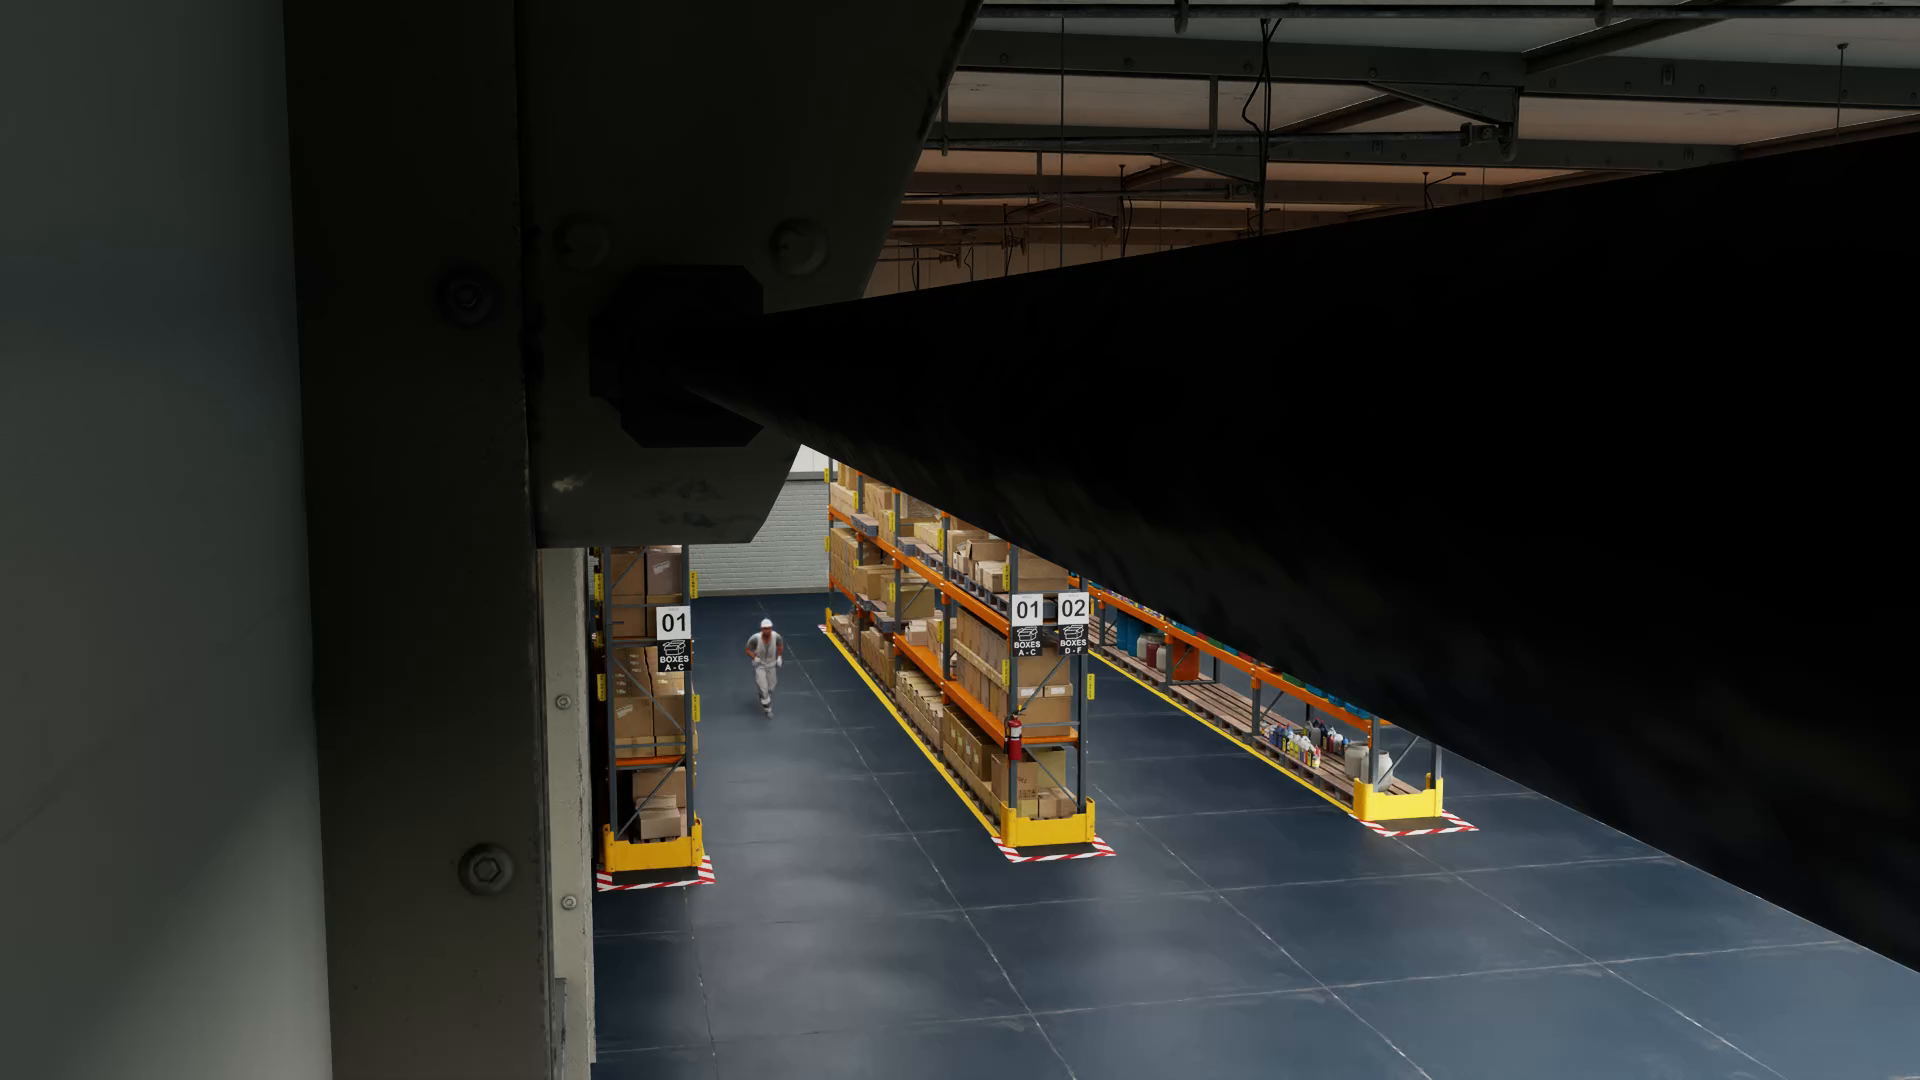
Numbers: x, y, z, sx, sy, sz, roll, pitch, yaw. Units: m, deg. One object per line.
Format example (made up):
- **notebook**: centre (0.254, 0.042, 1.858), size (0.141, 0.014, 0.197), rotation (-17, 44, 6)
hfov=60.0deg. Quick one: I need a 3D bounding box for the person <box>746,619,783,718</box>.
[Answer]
- **person**: centre (-3.317, 2.156, 28.218), size (0.655, 1.711, 0.799), rotation (-2, 7, -14)
